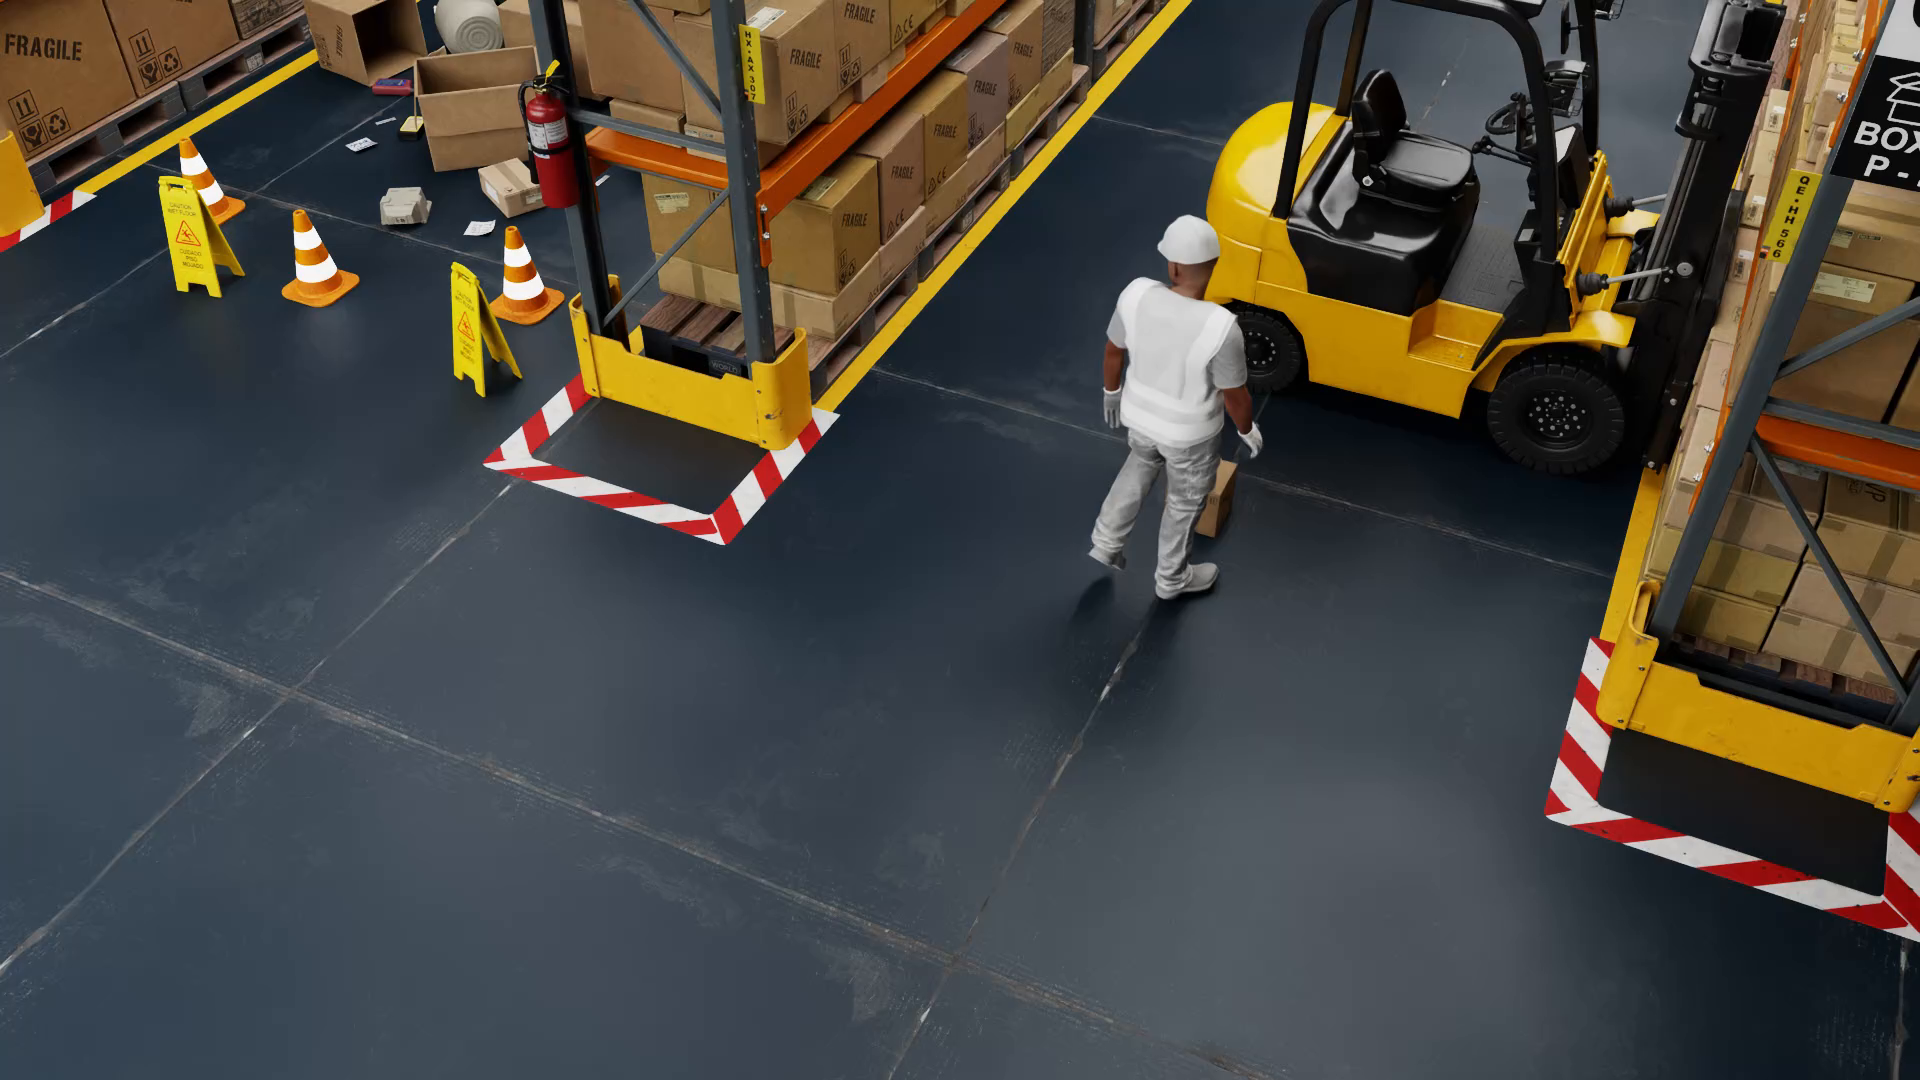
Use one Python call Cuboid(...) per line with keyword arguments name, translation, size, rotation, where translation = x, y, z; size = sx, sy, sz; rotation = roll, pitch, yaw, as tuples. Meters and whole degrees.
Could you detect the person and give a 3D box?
Cuboid(name="person", translation=(0.858, -0.476, 6.646), size=(0.622, 1.779, 0.496), rotation=(32, 51, 31))
